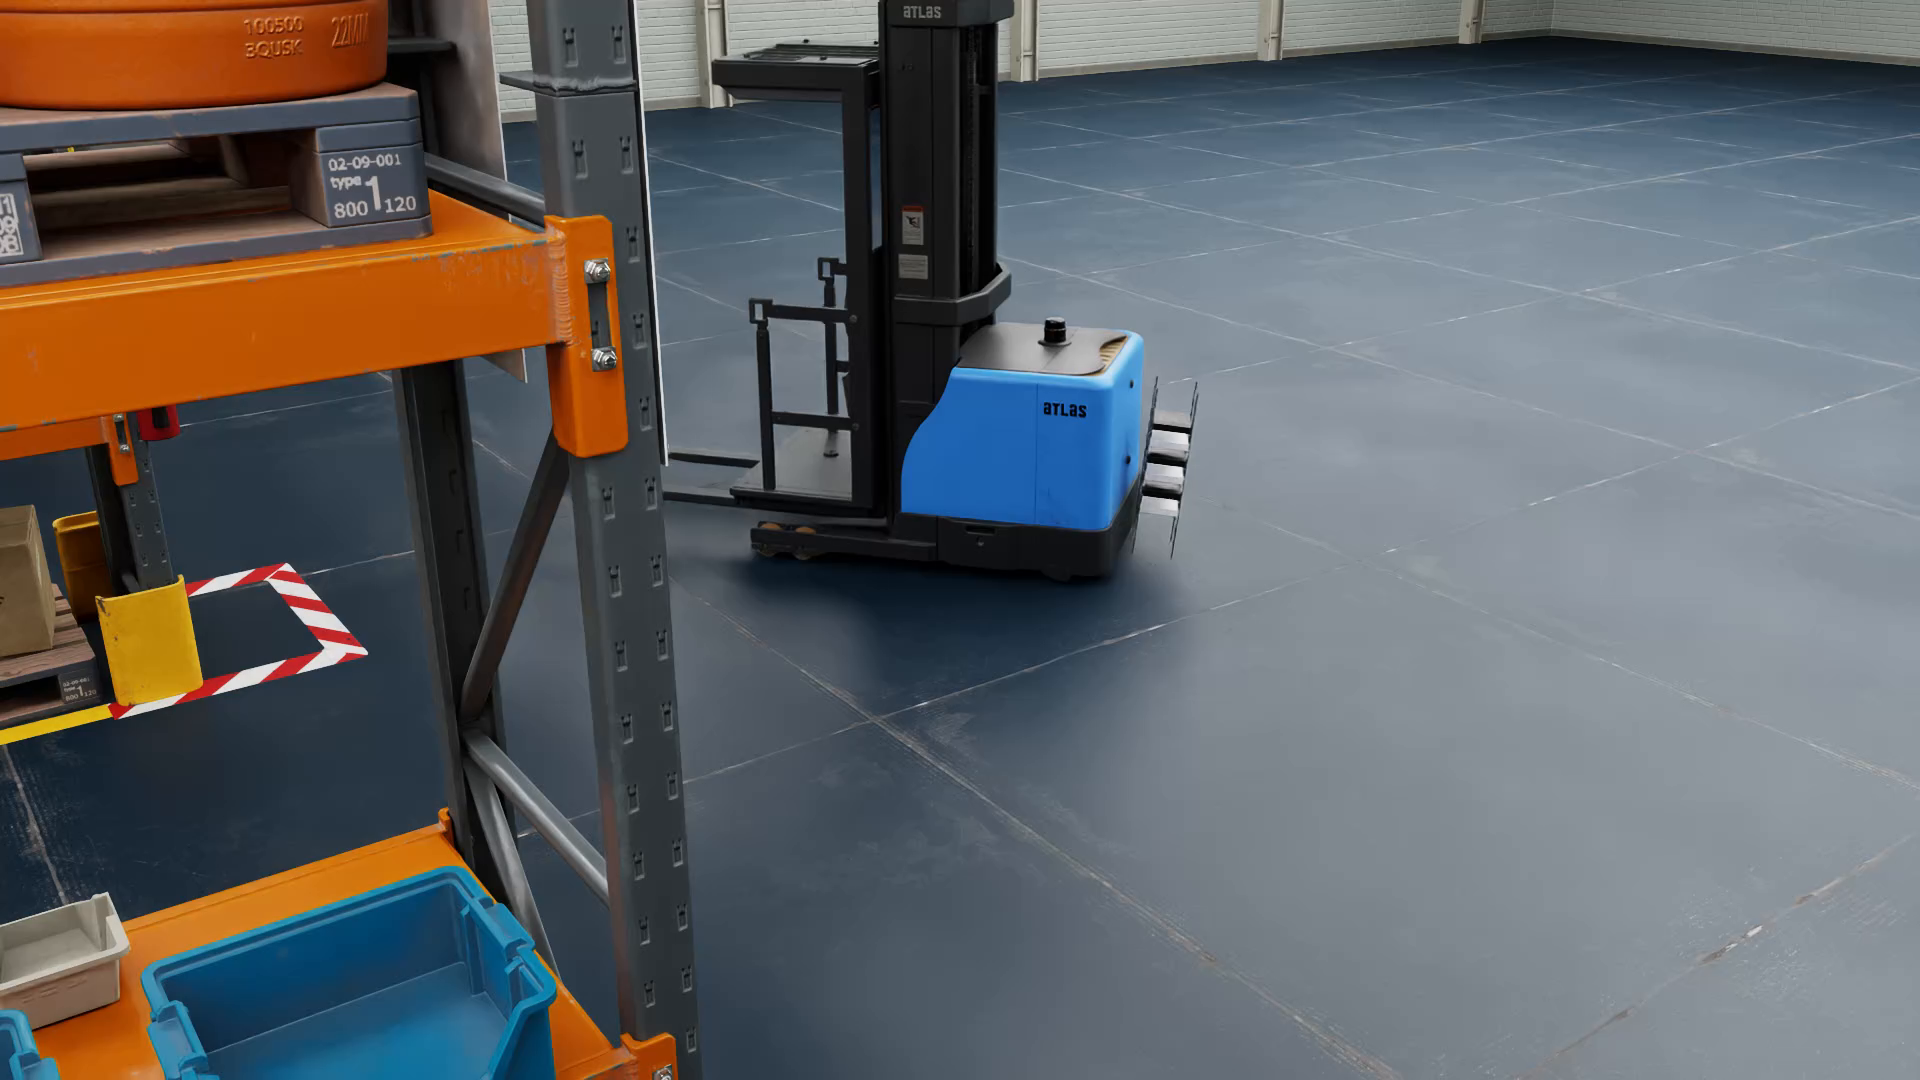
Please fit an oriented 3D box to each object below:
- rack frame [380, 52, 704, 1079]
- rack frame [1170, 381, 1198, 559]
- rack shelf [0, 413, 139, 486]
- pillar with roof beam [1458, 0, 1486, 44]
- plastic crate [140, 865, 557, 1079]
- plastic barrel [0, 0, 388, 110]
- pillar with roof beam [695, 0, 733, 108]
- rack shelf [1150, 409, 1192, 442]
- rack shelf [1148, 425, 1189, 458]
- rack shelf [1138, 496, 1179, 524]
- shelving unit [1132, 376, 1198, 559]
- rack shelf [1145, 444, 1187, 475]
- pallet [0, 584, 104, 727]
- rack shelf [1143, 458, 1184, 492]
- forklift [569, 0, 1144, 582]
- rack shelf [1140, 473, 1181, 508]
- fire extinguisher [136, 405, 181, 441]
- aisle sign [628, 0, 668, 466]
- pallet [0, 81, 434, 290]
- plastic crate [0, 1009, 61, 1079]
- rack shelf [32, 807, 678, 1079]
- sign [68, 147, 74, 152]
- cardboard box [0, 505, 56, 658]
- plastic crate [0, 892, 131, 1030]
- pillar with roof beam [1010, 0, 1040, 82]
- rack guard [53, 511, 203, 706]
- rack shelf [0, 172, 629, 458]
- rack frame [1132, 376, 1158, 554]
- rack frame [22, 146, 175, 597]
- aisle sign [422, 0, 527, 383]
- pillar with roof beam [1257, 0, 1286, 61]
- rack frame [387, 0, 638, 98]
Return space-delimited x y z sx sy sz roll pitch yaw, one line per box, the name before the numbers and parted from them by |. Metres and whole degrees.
rack frame | -0.823 0.589 3.373 0.127 3.000 1.000 -15 26 -33
rack frame | 1.156 -0.359 8.586 0.006 0.900 0.240 8 22 4
rack shelf | -5.339 -0.134 6.156 4.000 0.370 1.077 -15 26 -33
pillar with roof beam | 13.370 -13.480 30.536 0.400 9.000 9.100 -15 26 -33
plastic crate | -1.055 0.856 2.904 0.616 0.251 0.499 -15 26 -33
plastic barrel | -1.143 -1.055 2.300 0.708 0.830 0.600 -15 26 -33
pillar with roof beam | -1.242 -9.584 20.772 0.400 9.000 9.100 -15 26 -33
rack shelf | 1.079 -0.590 8.502 0.200 0.077 0.258 8 22 4
rack shelf | 1.070 -0.507 8.536 0.200 0.077 0.258 8 22 4
rack shelf | 1.034 -0.176 8.673 0.200 0.077 0.258 8 22 4
shelving unit | 1.055 -0.372 8.592 0.210 0.900 0.258 8 22 4
rack shelf | 1.061 -0.424 8.570 0.200 0.077 0.258 8 22 4
pallet | -4.458 0.576 7.169 1.213 0.211 1.003 -15 26 -33
rack shelf | 1.052 -0.342 8.605 0.200 0.077 0.258 8 22 4
forklift | -0.595 -1.442 8.555 3.031 2.935 1.130 6 23 14
rack shelf | 1.043 -0.259 8.639 0.200 0.077 0.258 8 22 4
fire extinguisher | -3.354 -0.751 6.836 0.183 0.674 0.296 -15 26 -33
aisle sign | -0.591 -0.545 2.706 0.004 0.787 0.394 -15 26 -33
pallet | -1.552 -0.567 2.477 1.213 0.211 1.003 -15 26 -33
plastic crate | -1.585 0.995 2.556 0.408 0.251 0.499 -15 26 -33
rack shelf | -2.447 1.356 2.422 4.000 0.370 1.077 -15 26 -33
sign | -3.408 -1.414 6.405 0.005 0.325 0.100 -15 26 -33
cardboard box | -4.232 0.195 7.167 0.500 0.500 0.500 -10 24 -23
plastic crate | -1.737 0.808 3.179 0.250 0.136 0.298 -15 26 -33
pillar with roof beam | 3.629 -10.883 24.027 0.400 9.000 9.100 -15 26 -33
rack guard | -3.777 0.276 7.529 0.348 0.500 1.175 -15 26 -33
rack shelf | -2.447 -0.037 1.866 4.000 0.370 1.077 -15 26 -33
rack frame | 0.955 -0.386 8.598 0.006 0.900 0.240 8 22 4
rack frame | -3.716 -0.901 7.107 0.127 3.000 1.000 -15 26 -33
aisle sign | -0.936 -0.722 3.151 0.004 0.787 0.394 -15 26 -33
pillar with roof beam | 8.499 -12.181 27.282 0.400 9.000 9.100 -15 26 -33
rack frame | -0.823 -2.197 2.261 0.127 3.000 1.000 -15 26 -33
